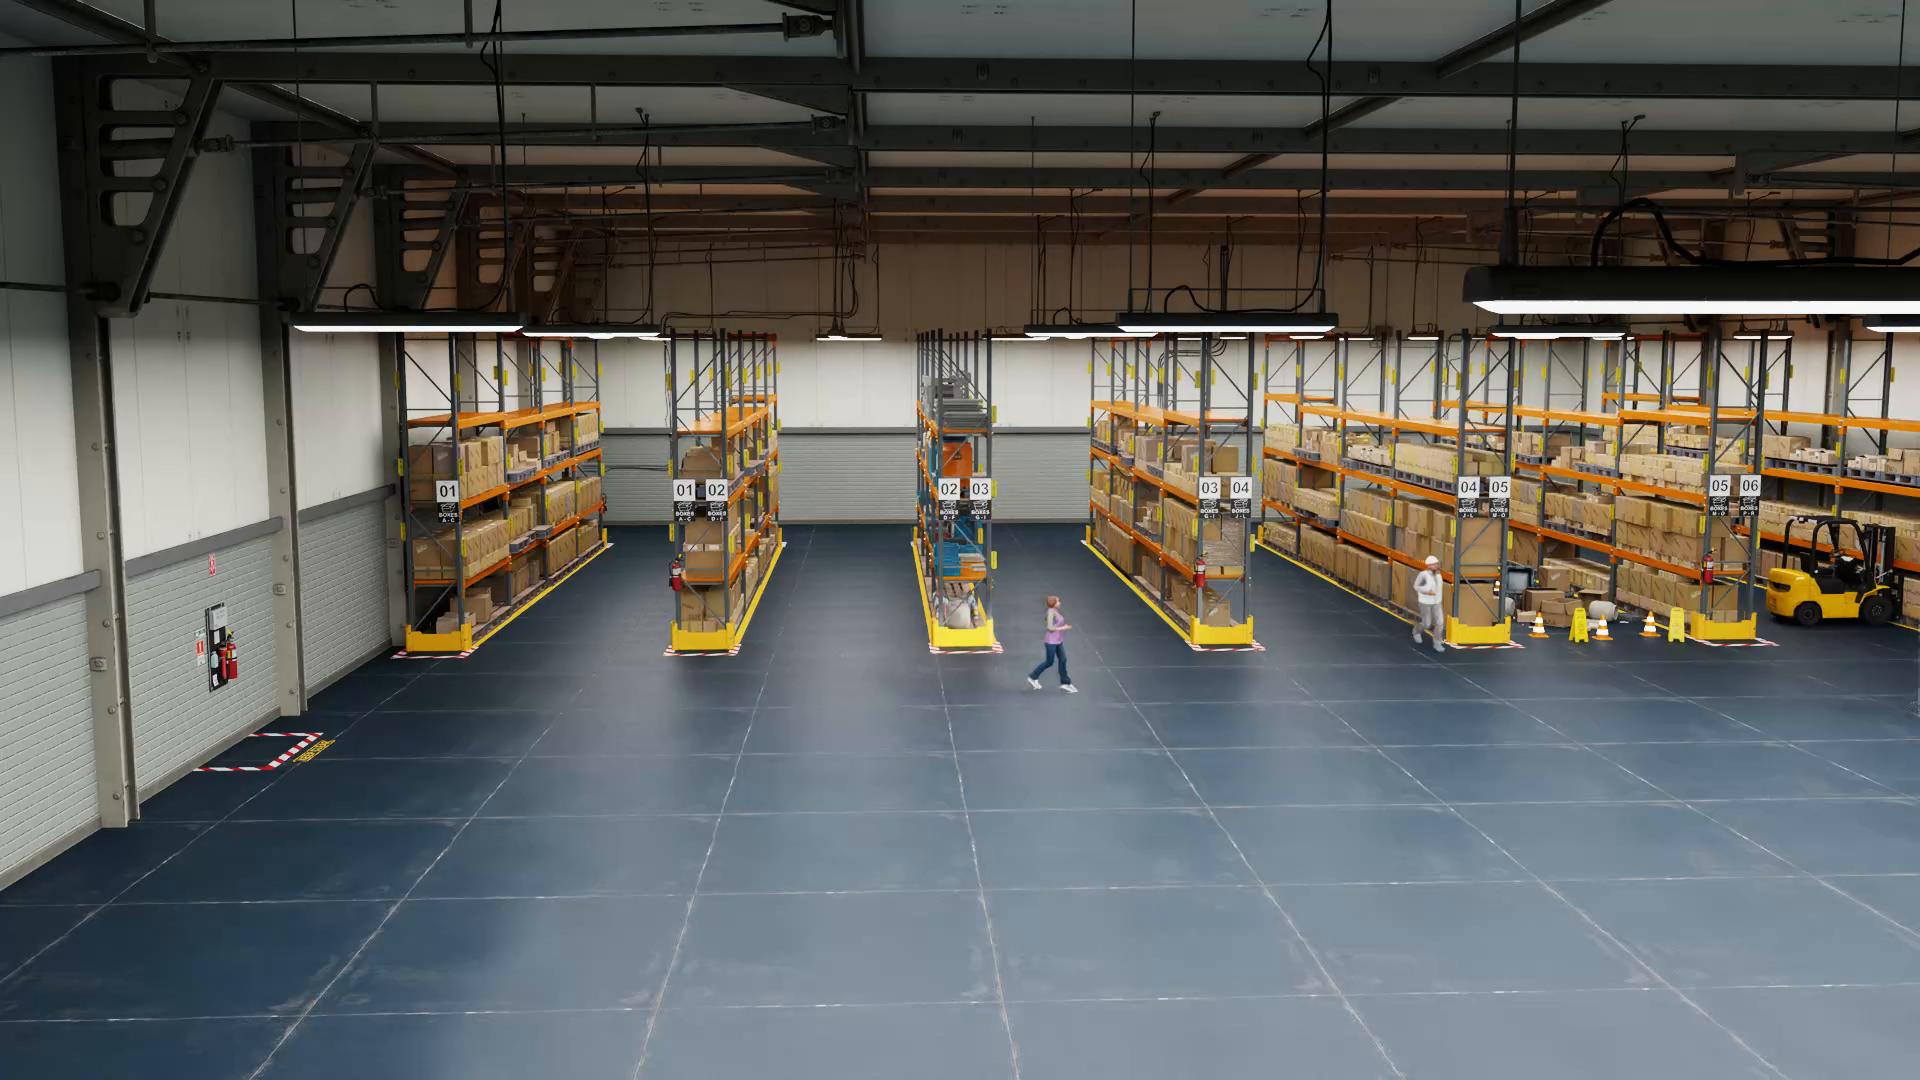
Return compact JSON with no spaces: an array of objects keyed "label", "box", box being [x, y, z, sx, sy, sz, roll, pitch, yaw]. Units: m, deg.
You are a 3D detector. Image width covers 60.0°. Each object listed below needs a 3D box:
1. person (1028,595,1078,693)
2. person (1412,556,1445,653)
[{"label":"person","box":[1.522,1.698,27.270,0.838,1.604,0.531,2,7,20]},{"label":"person","box":[8.825,1.177,31.263,0.695,1.778,0.889,-2,7,-19]}]
